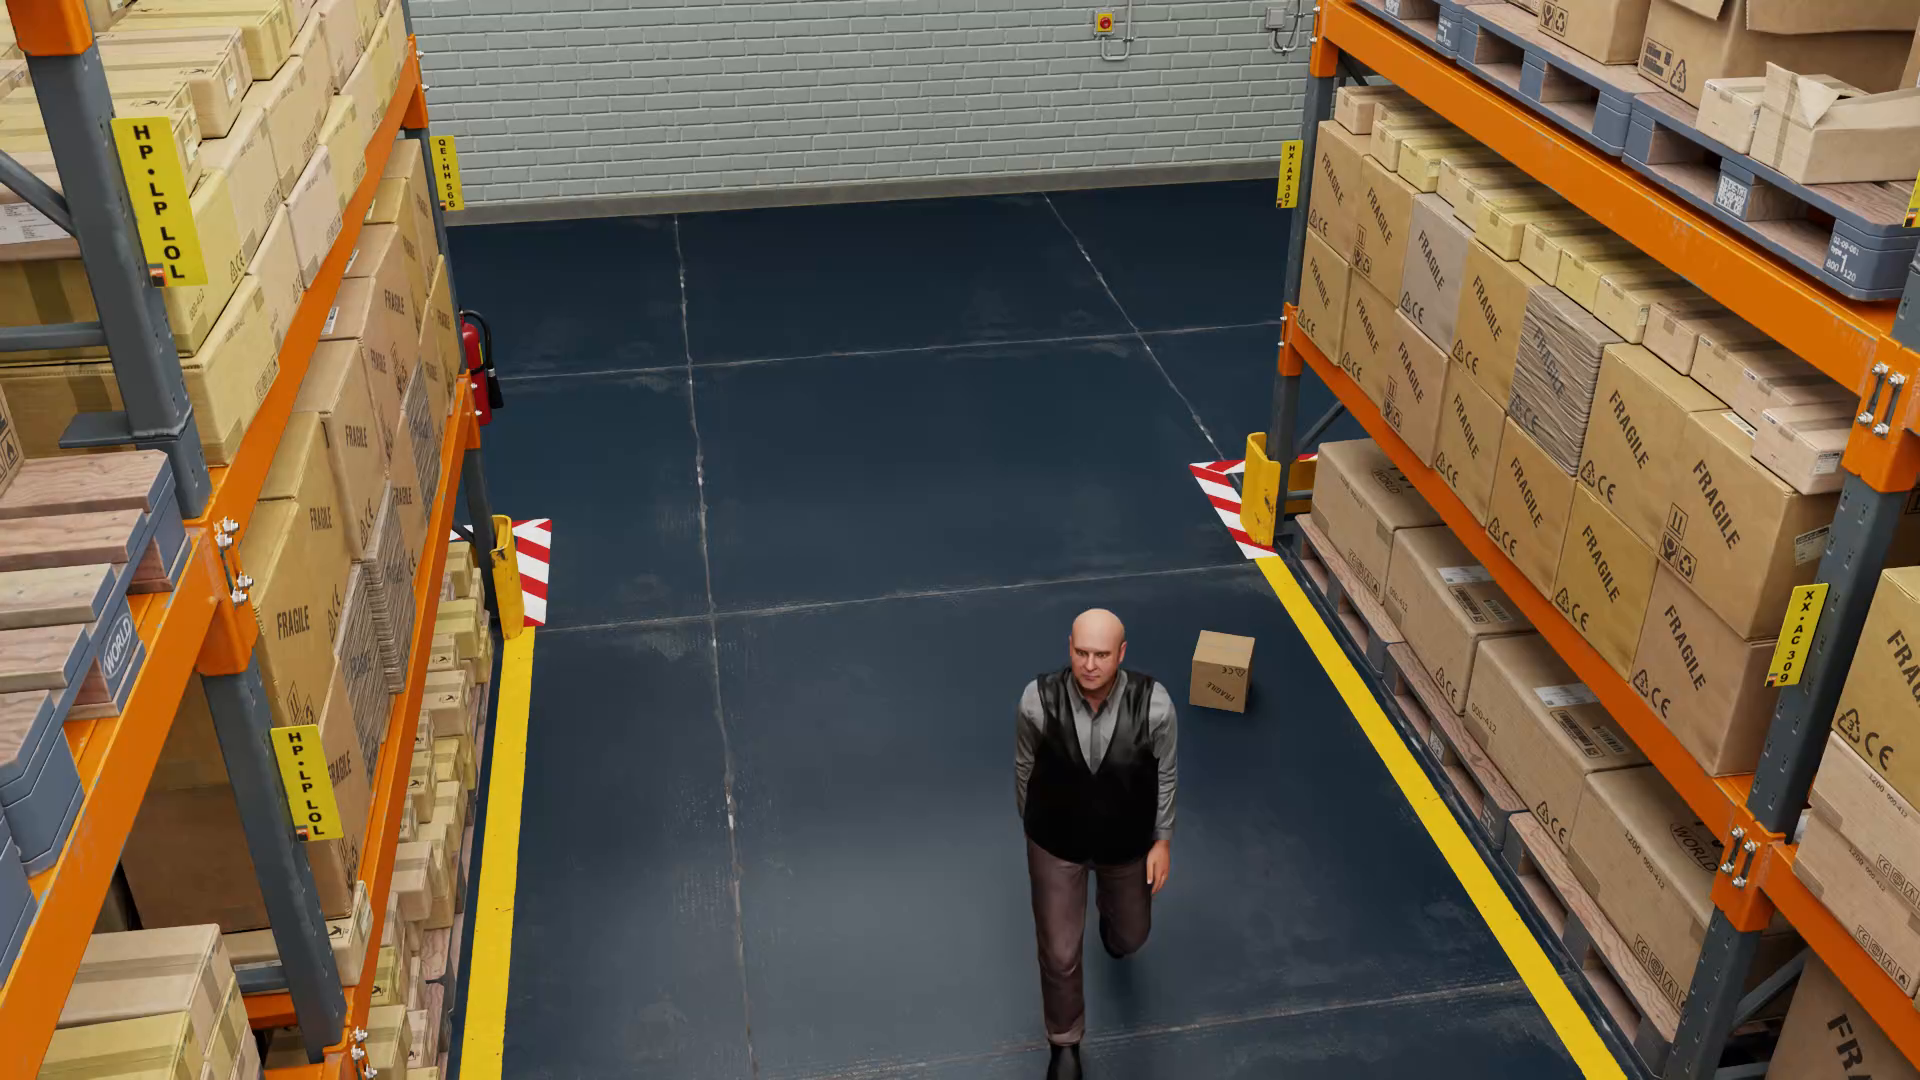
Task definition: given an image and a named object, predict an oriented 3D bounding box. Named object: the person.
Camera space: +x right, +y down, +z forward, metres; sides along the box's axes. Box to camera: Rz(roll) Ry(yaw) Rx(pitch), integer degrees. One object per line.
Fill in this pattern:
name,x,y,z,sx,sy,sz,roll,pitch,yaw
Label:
person,0.438,0.956,5.509,0.530,1.692,0.839,1,31,2
